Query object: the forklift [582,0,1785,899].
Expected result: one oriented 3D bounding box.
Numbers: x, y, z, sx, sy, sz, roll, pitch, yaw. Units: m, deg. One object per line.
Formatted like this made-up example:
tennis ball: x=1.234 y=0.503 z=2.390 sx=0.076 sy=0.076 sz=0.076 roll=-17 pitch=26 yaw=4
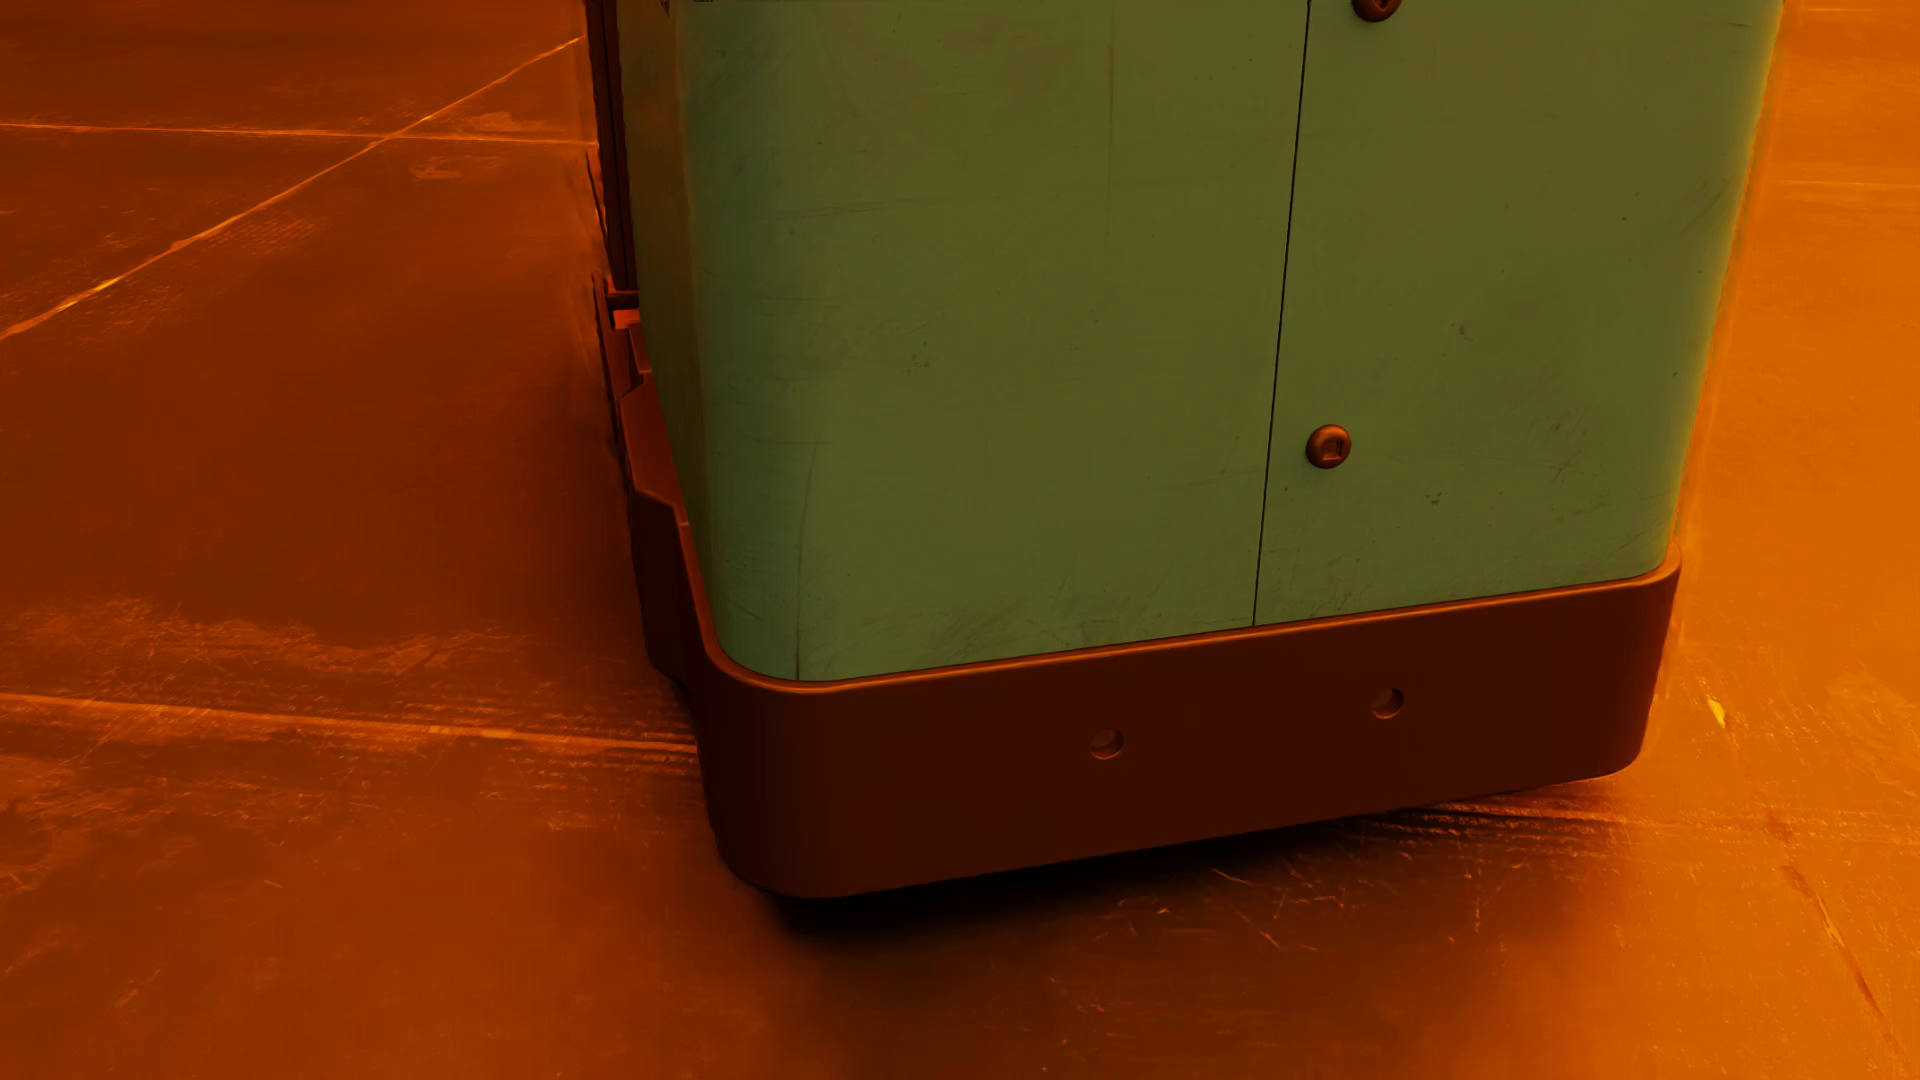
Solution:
forklift: x=-0.079 y=-1.597 z=2.418 sx=1.130 sy=2.935 sz=3.031 roll=-6 pitch=27 yaw=-13
